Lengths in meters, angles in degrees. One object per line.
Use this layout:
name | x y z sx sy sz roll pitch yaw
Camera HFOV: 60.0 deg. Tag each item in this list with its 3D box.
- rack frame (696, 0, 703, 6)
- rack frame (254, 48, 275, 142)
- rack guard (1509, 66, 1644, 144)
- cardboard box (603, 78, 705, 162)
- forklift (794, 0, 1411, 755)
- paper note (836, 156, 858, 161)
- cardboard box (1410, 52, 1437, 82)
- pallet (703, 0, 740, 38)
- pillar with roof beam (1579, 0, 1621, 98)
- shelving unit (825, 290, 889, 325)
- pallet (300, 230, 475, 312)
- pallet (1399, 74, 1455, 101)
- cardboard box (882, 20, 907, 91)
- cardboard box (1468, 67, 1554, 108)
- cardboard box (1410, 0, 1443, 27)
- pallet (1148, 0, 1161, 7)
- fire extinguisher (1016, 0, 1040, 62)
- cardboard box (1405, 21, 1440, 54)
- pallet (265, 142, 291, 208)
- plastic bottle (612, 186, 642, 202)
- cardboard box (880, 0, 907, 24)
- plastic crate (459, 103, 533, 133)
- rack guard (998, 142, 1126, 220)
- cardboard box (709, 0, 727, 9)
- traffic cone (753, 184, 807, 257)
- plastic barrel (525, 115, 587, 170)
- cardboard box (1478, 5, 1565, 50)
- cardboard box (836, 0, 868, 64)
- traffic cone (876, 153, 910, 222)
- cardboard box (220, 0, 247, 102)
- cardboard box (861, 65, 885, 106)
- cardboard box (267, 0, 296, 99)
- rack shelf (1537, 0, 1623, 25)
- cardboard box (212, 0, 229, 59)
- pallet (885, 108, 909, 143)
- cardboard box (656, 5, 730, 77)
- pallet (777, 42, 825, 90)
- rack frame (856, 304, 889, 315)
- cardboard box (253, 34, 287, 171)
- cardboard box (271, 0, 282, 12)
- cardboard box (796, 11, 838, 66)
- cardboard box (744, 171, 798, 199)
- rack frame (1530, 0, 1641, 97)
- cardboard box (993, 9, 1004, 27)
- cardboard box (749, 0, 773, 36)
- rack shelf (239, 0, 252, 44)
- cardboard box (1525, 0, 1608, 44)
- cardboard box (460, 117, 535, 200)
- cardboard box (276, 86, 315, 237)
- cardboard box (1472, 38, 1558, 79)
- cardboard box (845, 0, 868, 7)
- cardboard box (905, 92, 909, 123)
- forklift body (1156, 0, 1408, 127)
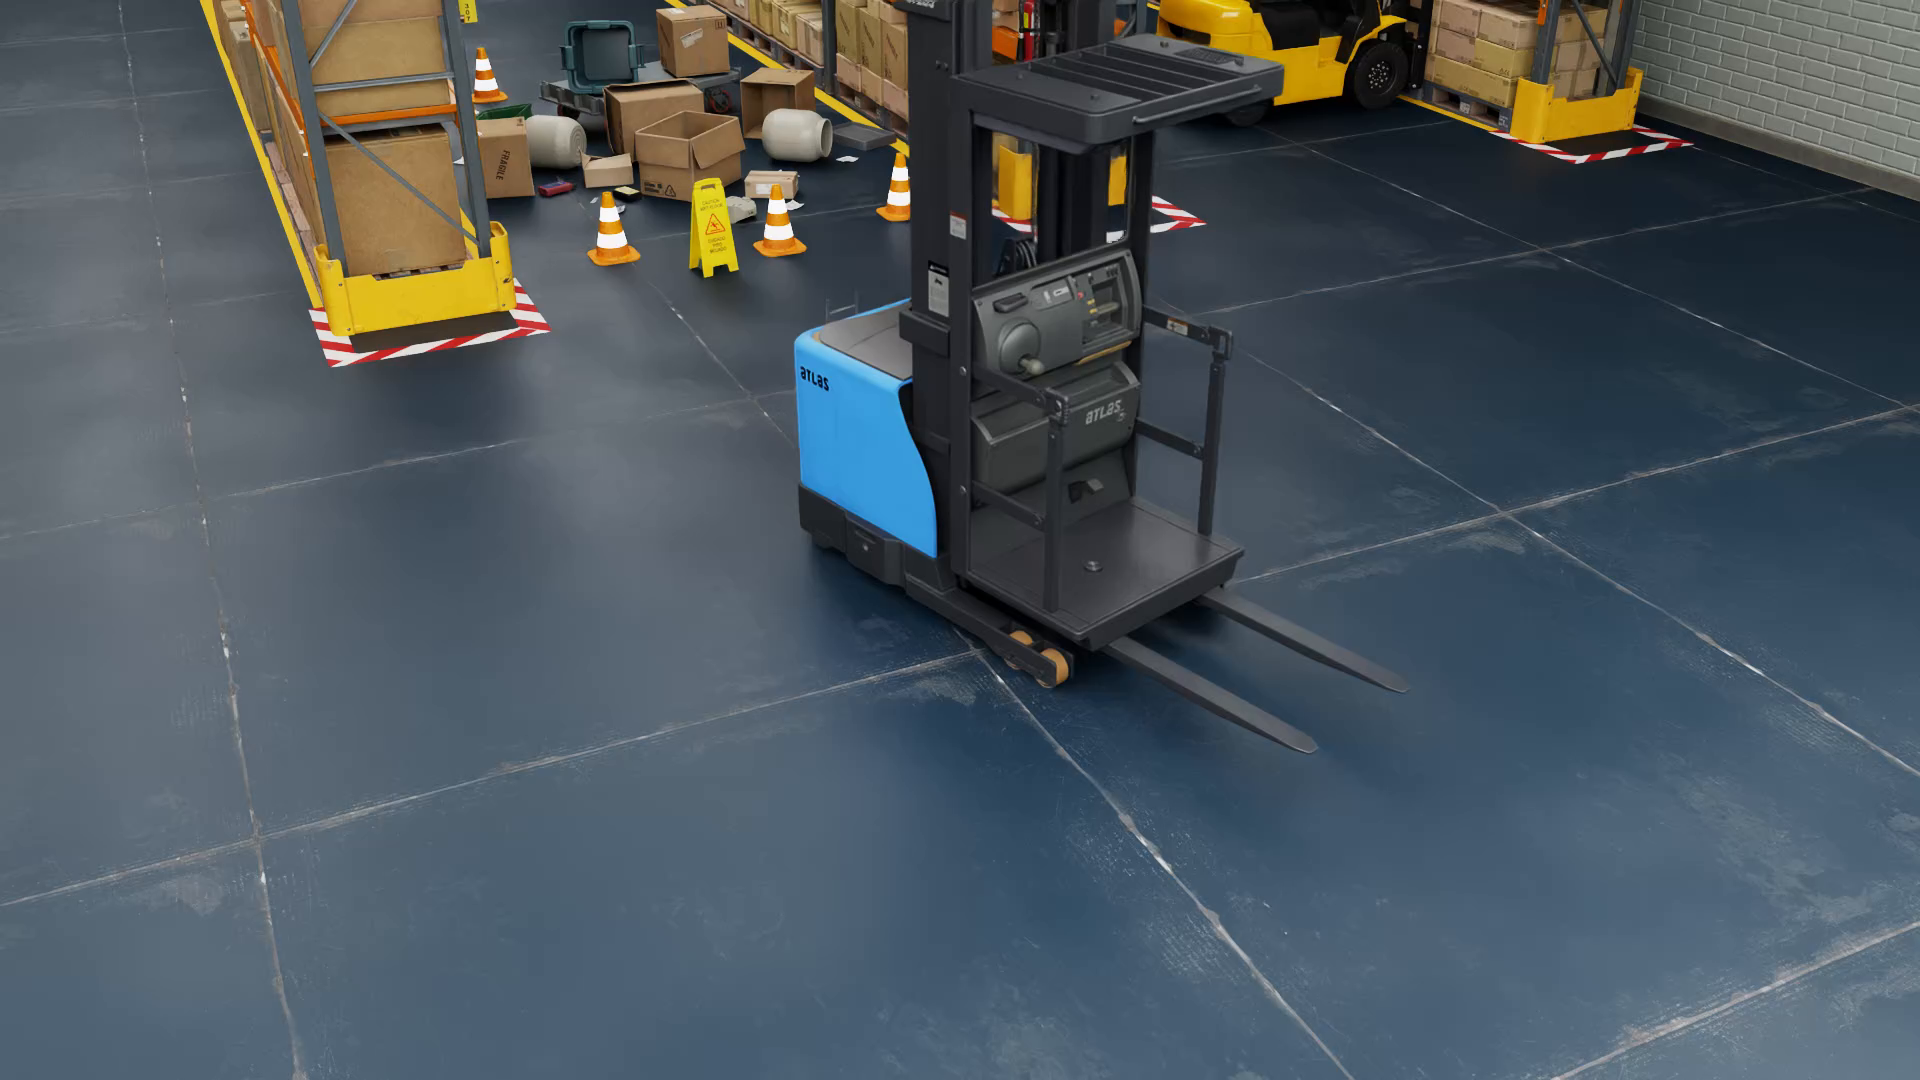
rack frame | -2.529 -7.417 18.409 1.000 3.000 0.127 -13 32 -22
rack frame | -5.239 -4.566 13.325 1.000 3.000 0.127 -13 32 -22
rack guard | 5.397 -3.826 14.561 1.175 0.500 0.348 -13 32 -22
cardboard box | -2.544 -3.509 13.854 0.797 0.637 0.503 -13 32 -22
forklift | 0.567 -0.927 6.906 1.130 2.935 3.031 -24 37 -36
paper note | -0.939 -3.193 13.913 0.148 0.019 0.142 26 38 38
cardboard box | 4.488 -4.496 15.583 0.500 0.250 0.500 -13 32 -21
pallet | -2.195 -5.855 18.475 1.003 0.211 1.213 -13 32 -22
pillar with roof beam | 2.014 -7.136 11.775 9.100 9.000 0.400 -13 32 -22
shelving unit | -0.508 -0.716 8.453 0.215 1.050 0.252 -24 37 -36
pallet | -3.936 -1.919 11.457 1.003 0.211 1.213 -13 32 -22
pallet | 4.501 -4.577 16.197 1.003 0.211 1.213 -13 32 -22
cardboard box | -0.341 -4.180 14.252 0.500 0.500 0.500 -11 31 -19
cardboard box | 4.900 -4.052 14.790 0.500 0.250 0.500 -13 32 -22
cardboard box | 4.457 -4.930 15.334 0.500 0.250 0.500 -13 32 -21
pallet | 2.791 -6.334 19.330 1.003 0.211 1.213 -13 32 -22
fire extinguisher | 0.539 -3.702 11.863 0.296 0.674 0.183 -13 32 -22
cardboard box | 4.449 -4.725 15.481 0.500 0.250 0.500 -14 32 -23
pallet | -4.983 -2.997 13.379 1.003 0.211 1.213 -13 32 -22
plastic bottle | -2.628 -2.718 13.035 0.283 0.061 0.133 26 38 38
cardboard box | -0.462 -4.513 14.184 0.380 0.149 0.250 -11 31 -19
plastic crate | -3.981 -3.562 14.352 0.450 0.188 0.662 -7 28 9
rack guard | 0.873 -2.826 12.778 1.175 0.500 0.348 -13 32 -22
cardboard box | -2.295 -6.202 18.500 0.950 0.372 0.625 -15 33 -25
traffic cone | -1.301 -2.312 11.900 0.336 0.463 0.334 -13 32 -22
plastic barrel | -3.366 -3.263 13.636 0.512 0.421 0.421 7 30 13
cardboard box | 4.908 -4.484 14.540 0.500 0.250 0.500 -12 31 -20
cardboard box | -0.802 -4.643 15.079 0.500 0.500 0.500 -12 31 -20
traffic cone | -0.444 -2.695 12.583 0.336 0.463 0.334 -13 32 -22
cardboard box | -5.997 -4.450 14.989 1.050 0.750 0.750 -13 32 -22
cardboard box | -0.563 -4.083 14.846 0.500 0.250 0.500 -11 31 -19
cardboard box | -3.978 -3.257 10.838 0.875 0.550 0.550 -13 32 -22
rack shelf | 4.528 -5.496 15.720 1.077 0.370 4.000 -13 32 -22
cardboard box | -6.776 -5.247 16.410 1.050 0.750 0.750 -14 32 -23
pallet | 0.036 -3.604 14.462 1.003 0.211 1.213 -13 32 -22
cardboard box | -2.406 -4.503 14.994 0.500 0.500 0.500 -13 32 -22
pallet | -1.147 -4.777 16.553 1.003 0.211 1.213 -13 32 -22
rack frame | -0.426 -0.671 8.374 0.200 1.050 0.008 -24 37 -36
cardboard box | -5.032 -3.529 13.220 0.875 0.875 0.875 -13 32 -21
cardboard box | -3.965 -3.731 10.579 0.875 0.550 0.550 -13 32 -22
cardboard box | -1.039 -4.918 16.210 0.950 0.372 0.625 -13 32 -21
cardboard box | -1.481 -2.794 13.080 0.380 0.149 0.250 2 29 4
rack frame | 5.387 -4.926 13.969 1.000 3.000 0.127 -13 32 -22
cardboard box | 0.343 -3.982 12.541 0.380 0.149 0.250 -13 32 -23
cardboard box | -1.651 -5.541 17.323 0.950 0.372 0.625 -12 31 -20
rack shelf | -6.098 -5.135 15.077 1.077 0.370 4.000 -13 32 -22
cardboard box | 5.352 -4.599 14.743 0.500 0.250 0.500 -14 32 -23
cardboard box | -3.646 -3.006 13.097 0.500 0.500 0.500 -8 30 -13
cardboard box | -4.252 -2.729 11.793 0.875 0.875 0.875 -14 32 -23
cardboard box | 4.896 -4.278 14.683 0.500 0.250 0.500 -14 32 -23
cardboard box | -0.803 -4.858 14.799 0.380 0.149 0.250 -13 32 -21
cardboard box | -0.129 -3.628 14.034 0.500 0.250 0.500 -14 32 -24
forklift body | 2.925 -5.011 14.987 2.313 2.155 1.214 -13 32 -22
